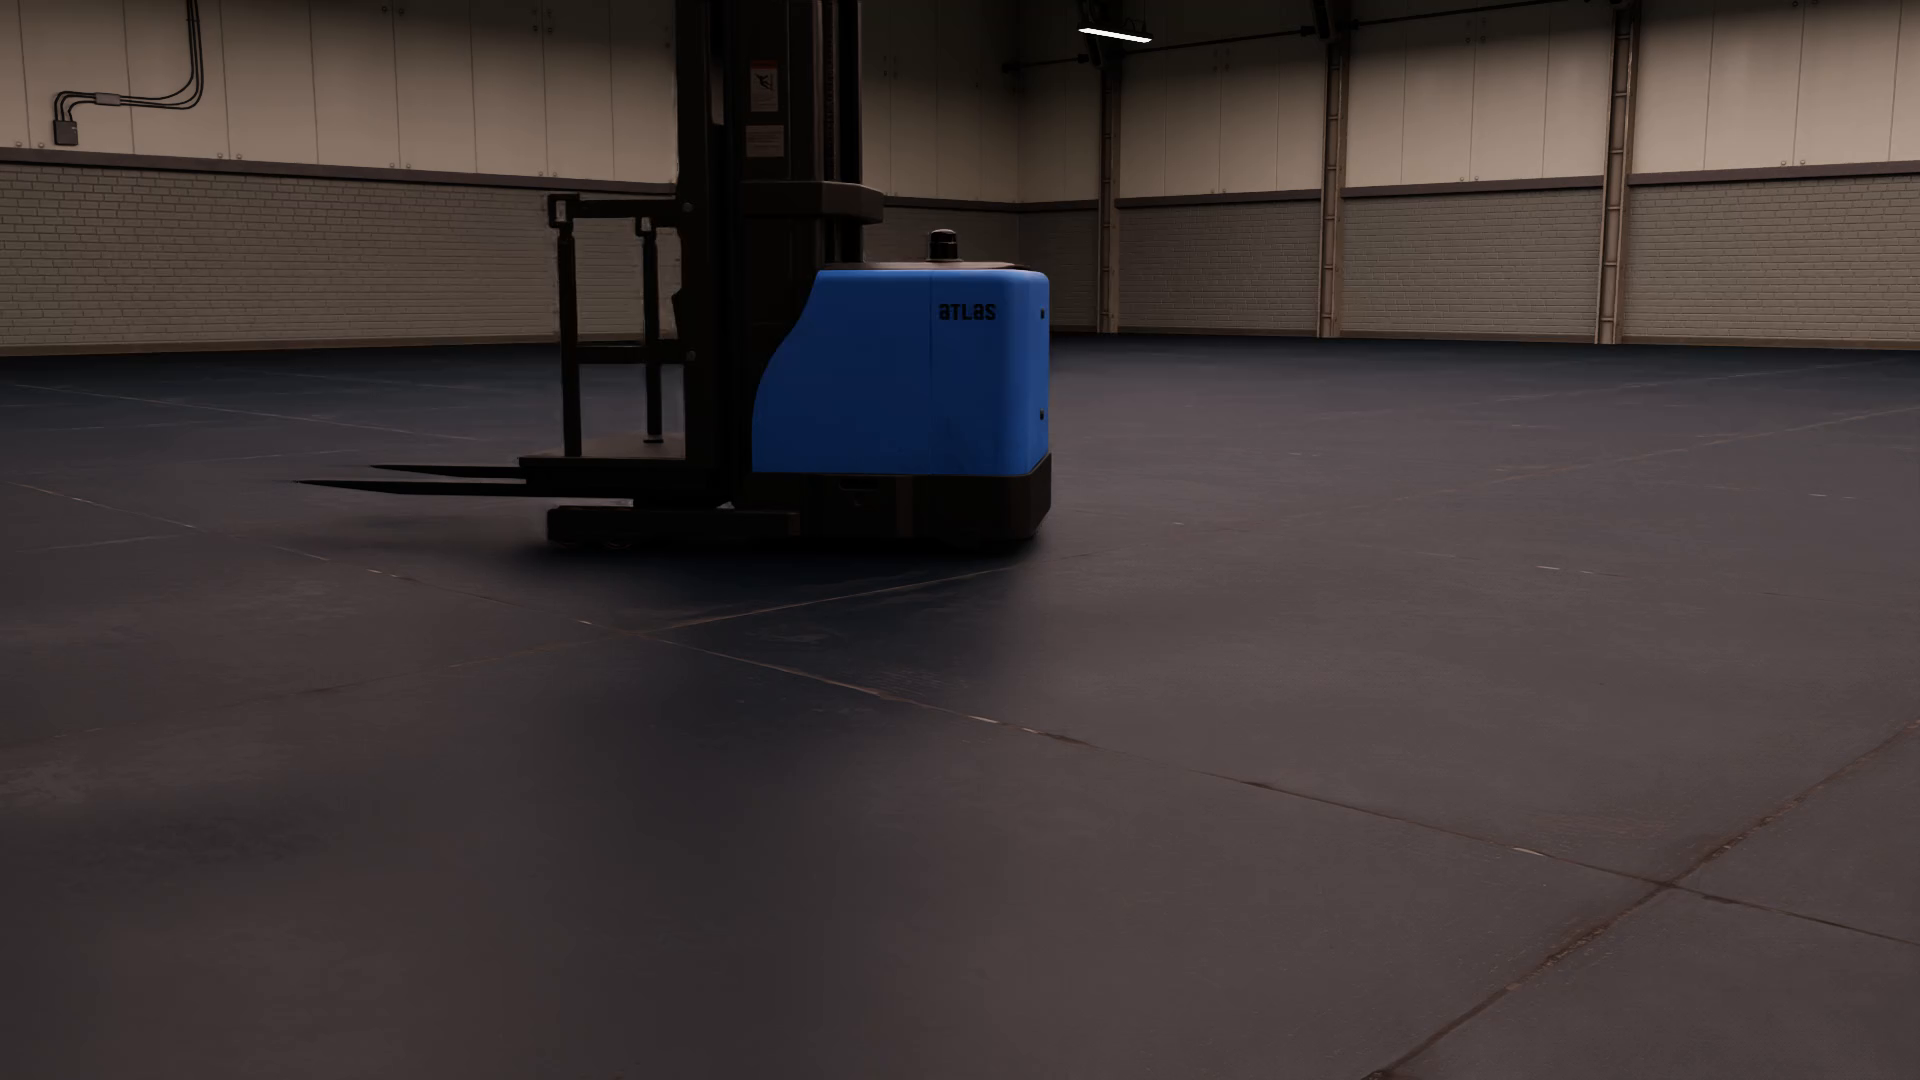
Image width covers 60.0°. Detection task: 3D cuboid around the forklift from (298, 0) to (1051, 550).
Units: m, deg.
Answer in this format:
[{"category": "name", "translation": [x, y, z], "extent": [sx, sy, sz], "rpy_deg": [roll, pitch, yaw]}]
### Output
[{"category": "forklift", "translation": [-1.170, -1.486, 6.744], "extent": [3.031, 2.935, 1.130], "rpy_deg": [1, 9, 8]}]
